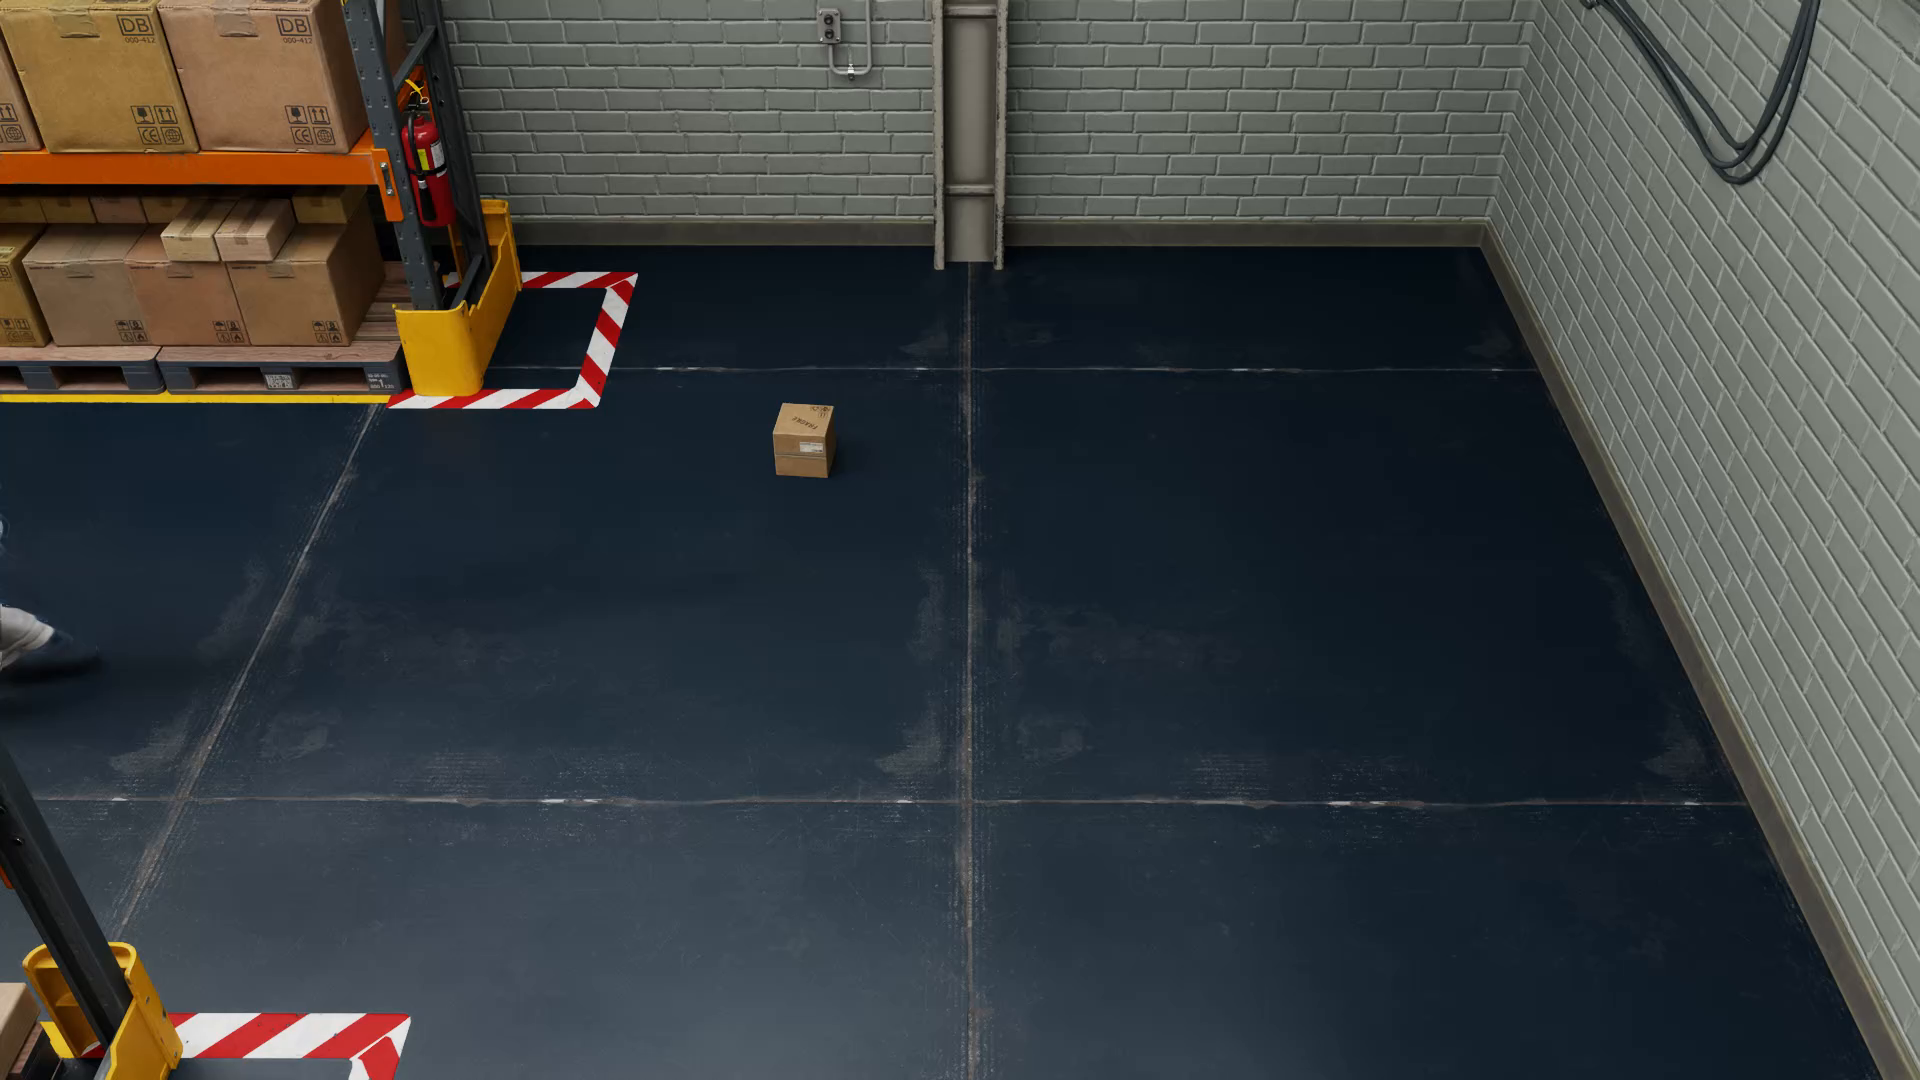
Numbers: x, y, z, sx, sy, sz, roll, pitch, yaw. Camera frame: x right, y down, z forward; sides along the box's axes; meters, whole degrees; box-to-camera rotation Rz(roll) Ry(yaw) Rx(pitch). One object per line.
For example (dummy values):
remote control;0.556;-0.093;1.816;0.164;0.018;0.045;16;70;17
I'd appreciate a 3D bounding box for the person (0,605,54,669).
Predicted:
person;-4.167;-0.012;6.177;1.046;1.740;0.575;-12;41;-14
